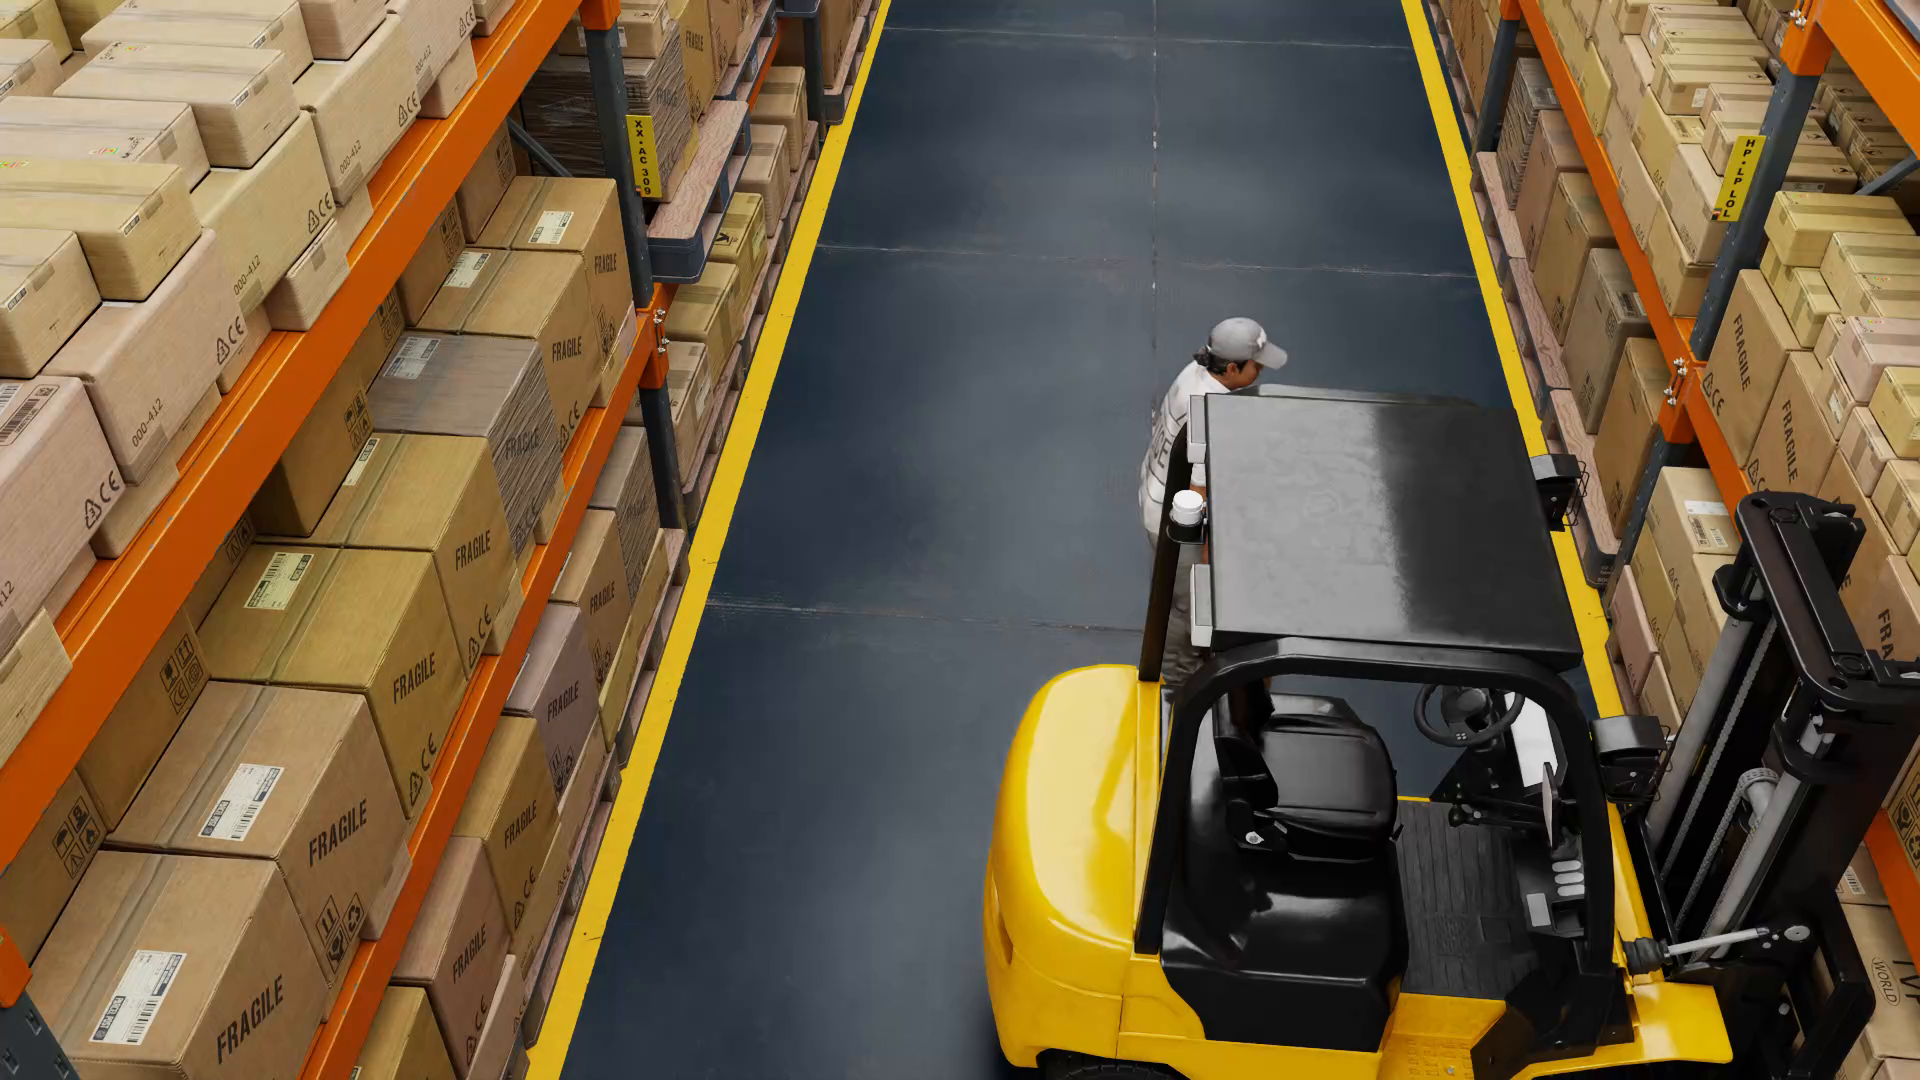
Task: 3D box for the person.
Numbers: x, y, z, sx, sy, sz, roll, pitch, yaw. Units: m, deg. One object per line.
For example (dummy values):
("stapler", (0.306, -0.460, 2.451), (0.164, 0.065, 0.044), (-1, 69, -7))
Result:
("person", (0.875, -0.100, 6.280), (0.396, 1.652, 0.553), (2, 40, 3))
